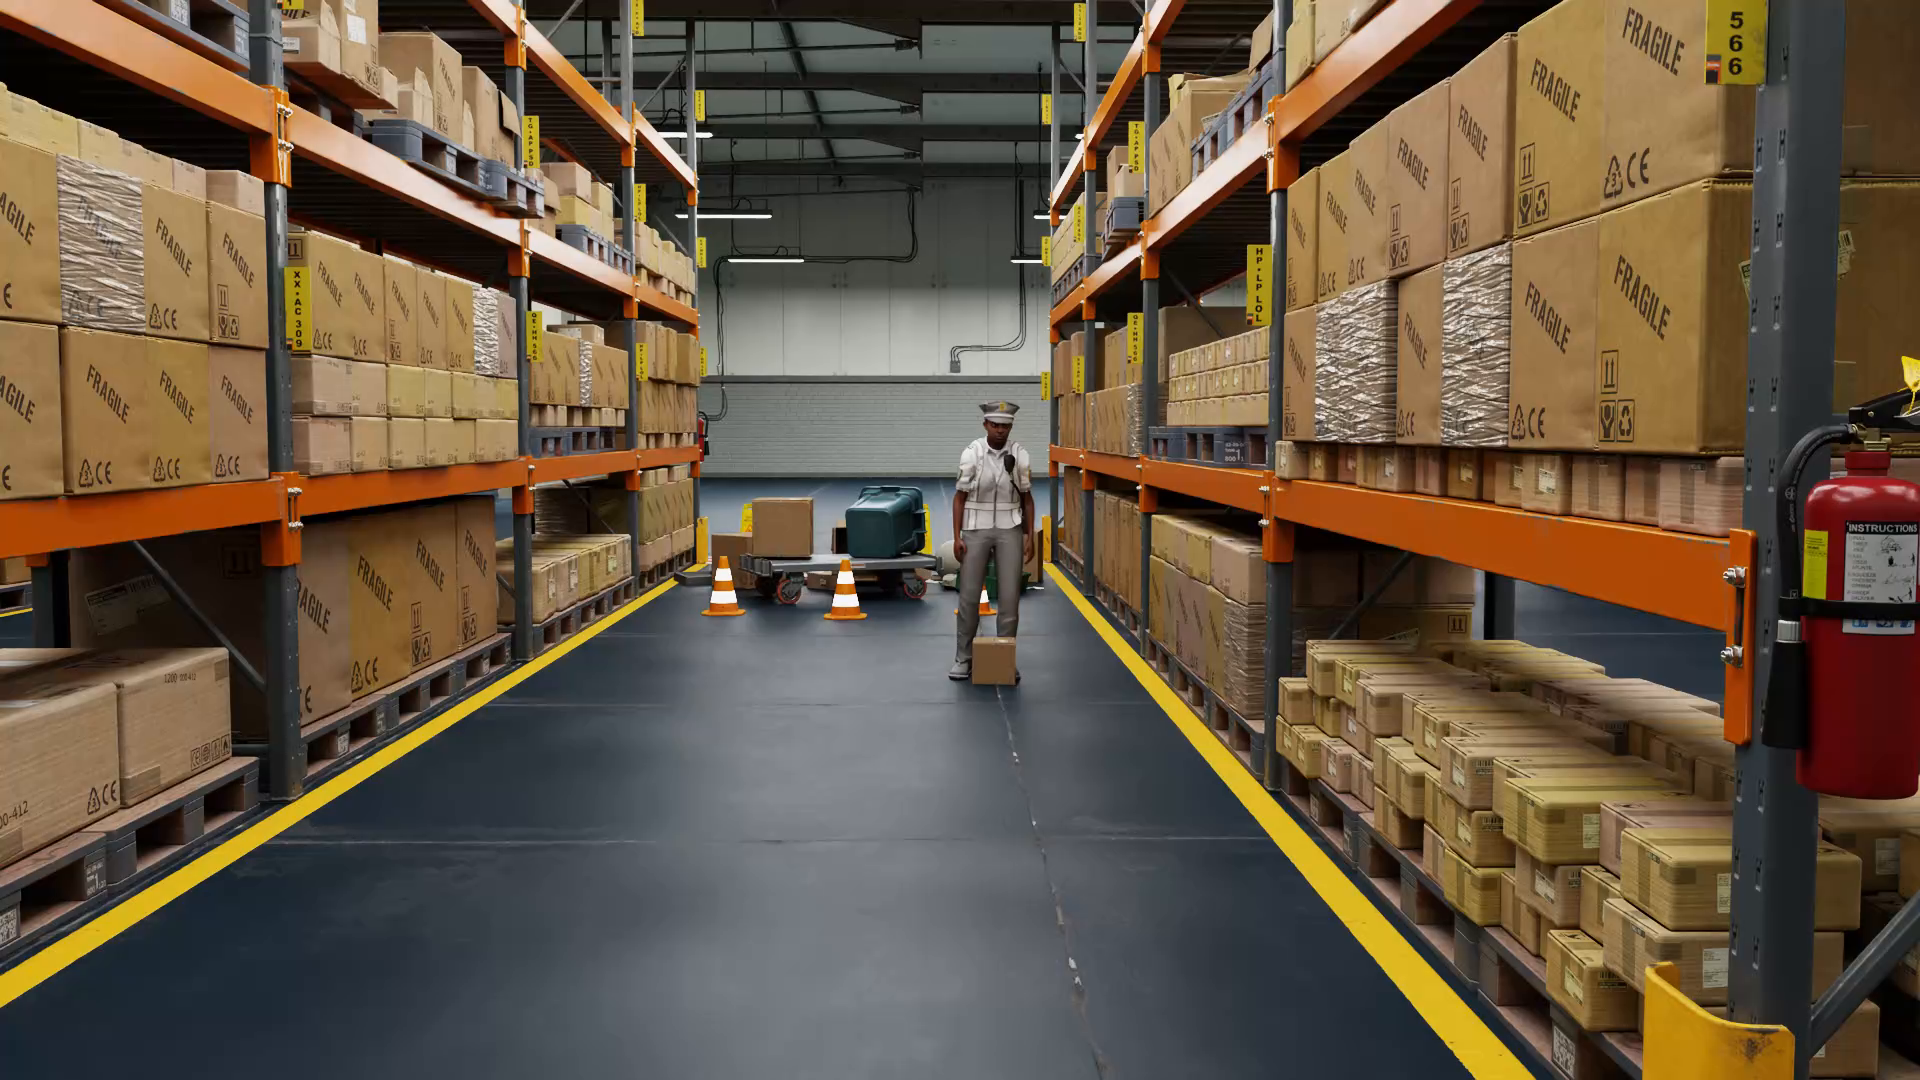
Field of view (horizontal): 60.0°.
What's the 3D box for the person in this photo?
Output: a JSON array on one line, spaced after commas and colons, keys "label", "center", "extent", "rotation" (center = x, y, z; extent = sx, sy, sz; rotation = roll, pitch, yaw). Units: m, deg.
[{"label": "person", "center": [0.192, -0.004, 10.020], "extent": [0.532, 1.663, 0.422], "rotation": [0, 4, -5]}]
